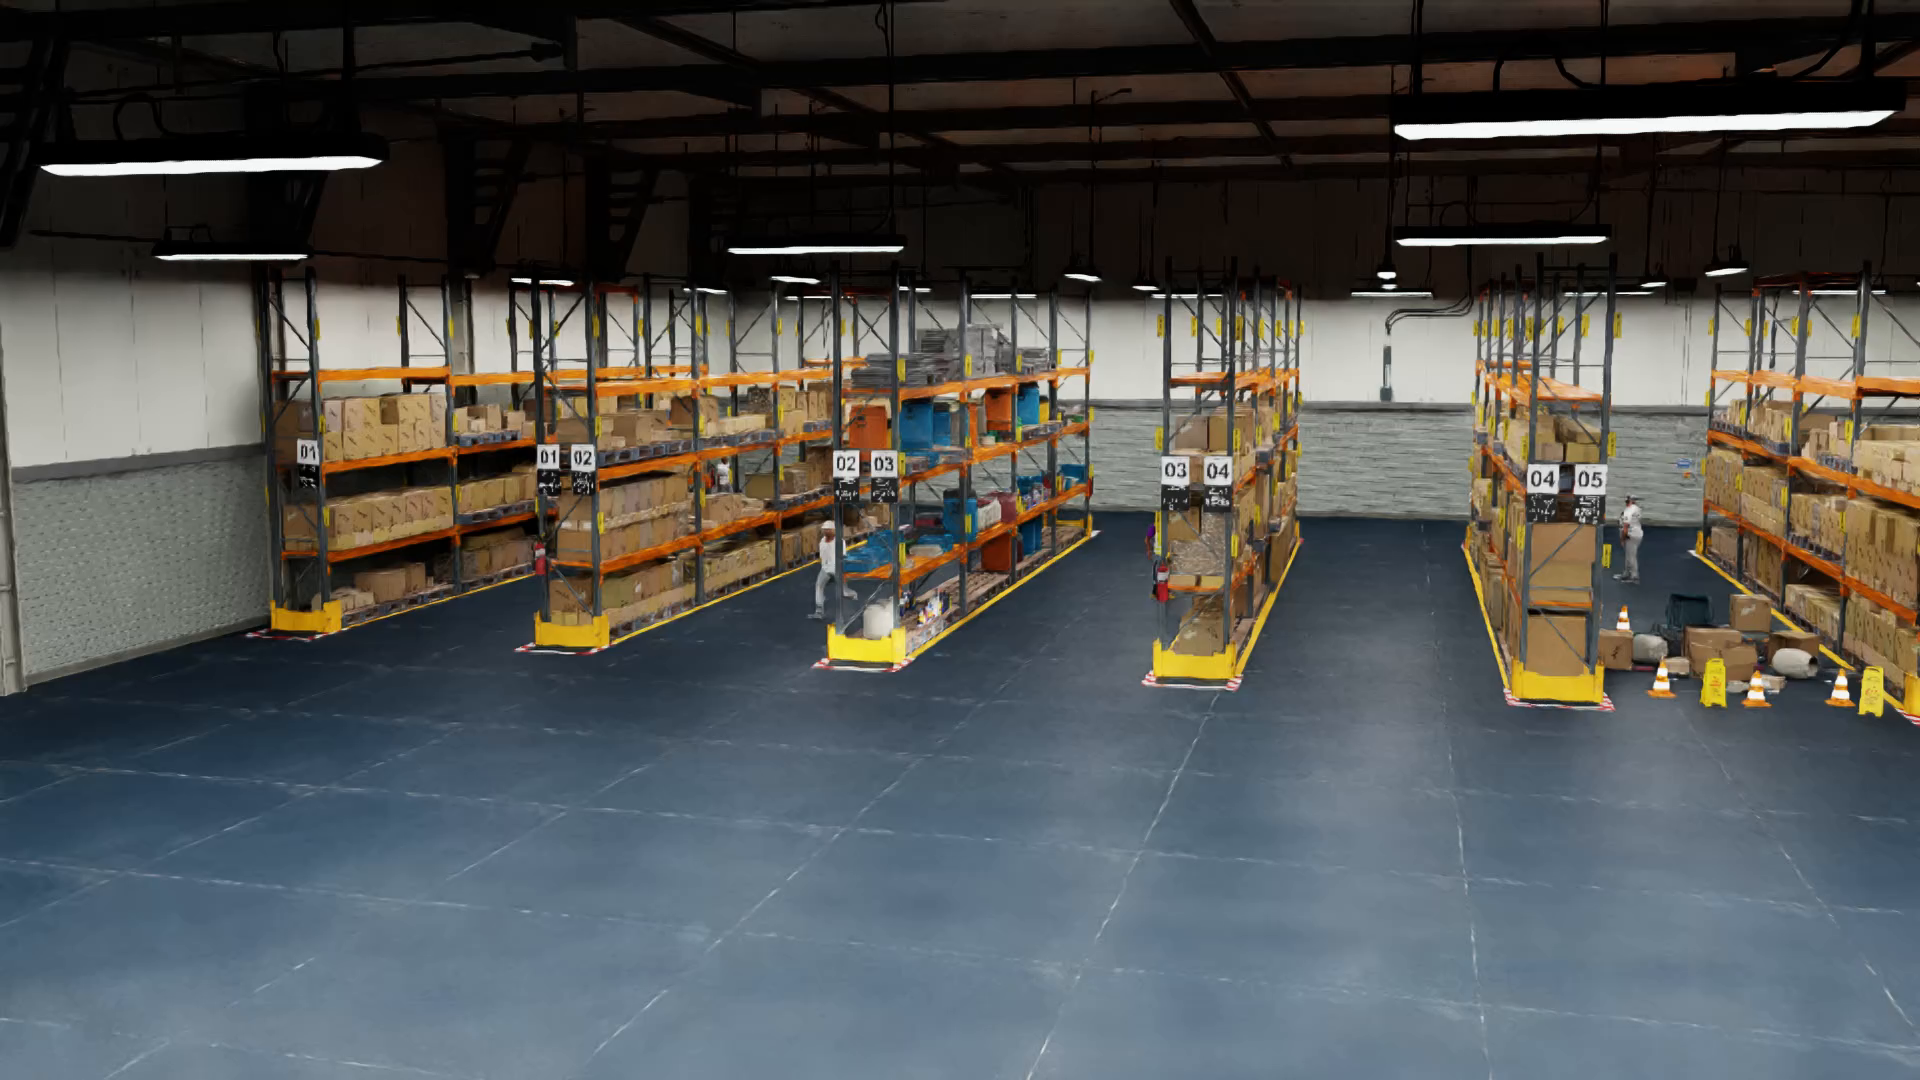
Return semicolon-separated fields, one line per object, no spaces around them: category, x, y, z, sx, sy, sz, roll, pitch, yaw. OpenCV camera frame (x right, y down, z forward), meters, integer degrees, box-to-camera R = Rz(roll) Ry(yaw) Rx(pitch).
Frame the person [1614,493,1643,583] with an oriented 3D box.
person;13.233;-0.051;32.920;0.584;1.748;0.652;6;10;41

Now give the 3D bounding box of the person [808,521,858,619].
person;-2.188;0.508;28.832;0.616;1.716;0.978;5;9;35

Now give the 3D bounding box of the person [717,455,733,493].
person;-6.282;-1.515;44.770;0.700;1.671;0.560;-5;9;-36

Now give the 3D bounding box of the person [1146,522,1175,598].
person;3.788;0.249;30.877;0.708;1.714;0.572;2;7;14
